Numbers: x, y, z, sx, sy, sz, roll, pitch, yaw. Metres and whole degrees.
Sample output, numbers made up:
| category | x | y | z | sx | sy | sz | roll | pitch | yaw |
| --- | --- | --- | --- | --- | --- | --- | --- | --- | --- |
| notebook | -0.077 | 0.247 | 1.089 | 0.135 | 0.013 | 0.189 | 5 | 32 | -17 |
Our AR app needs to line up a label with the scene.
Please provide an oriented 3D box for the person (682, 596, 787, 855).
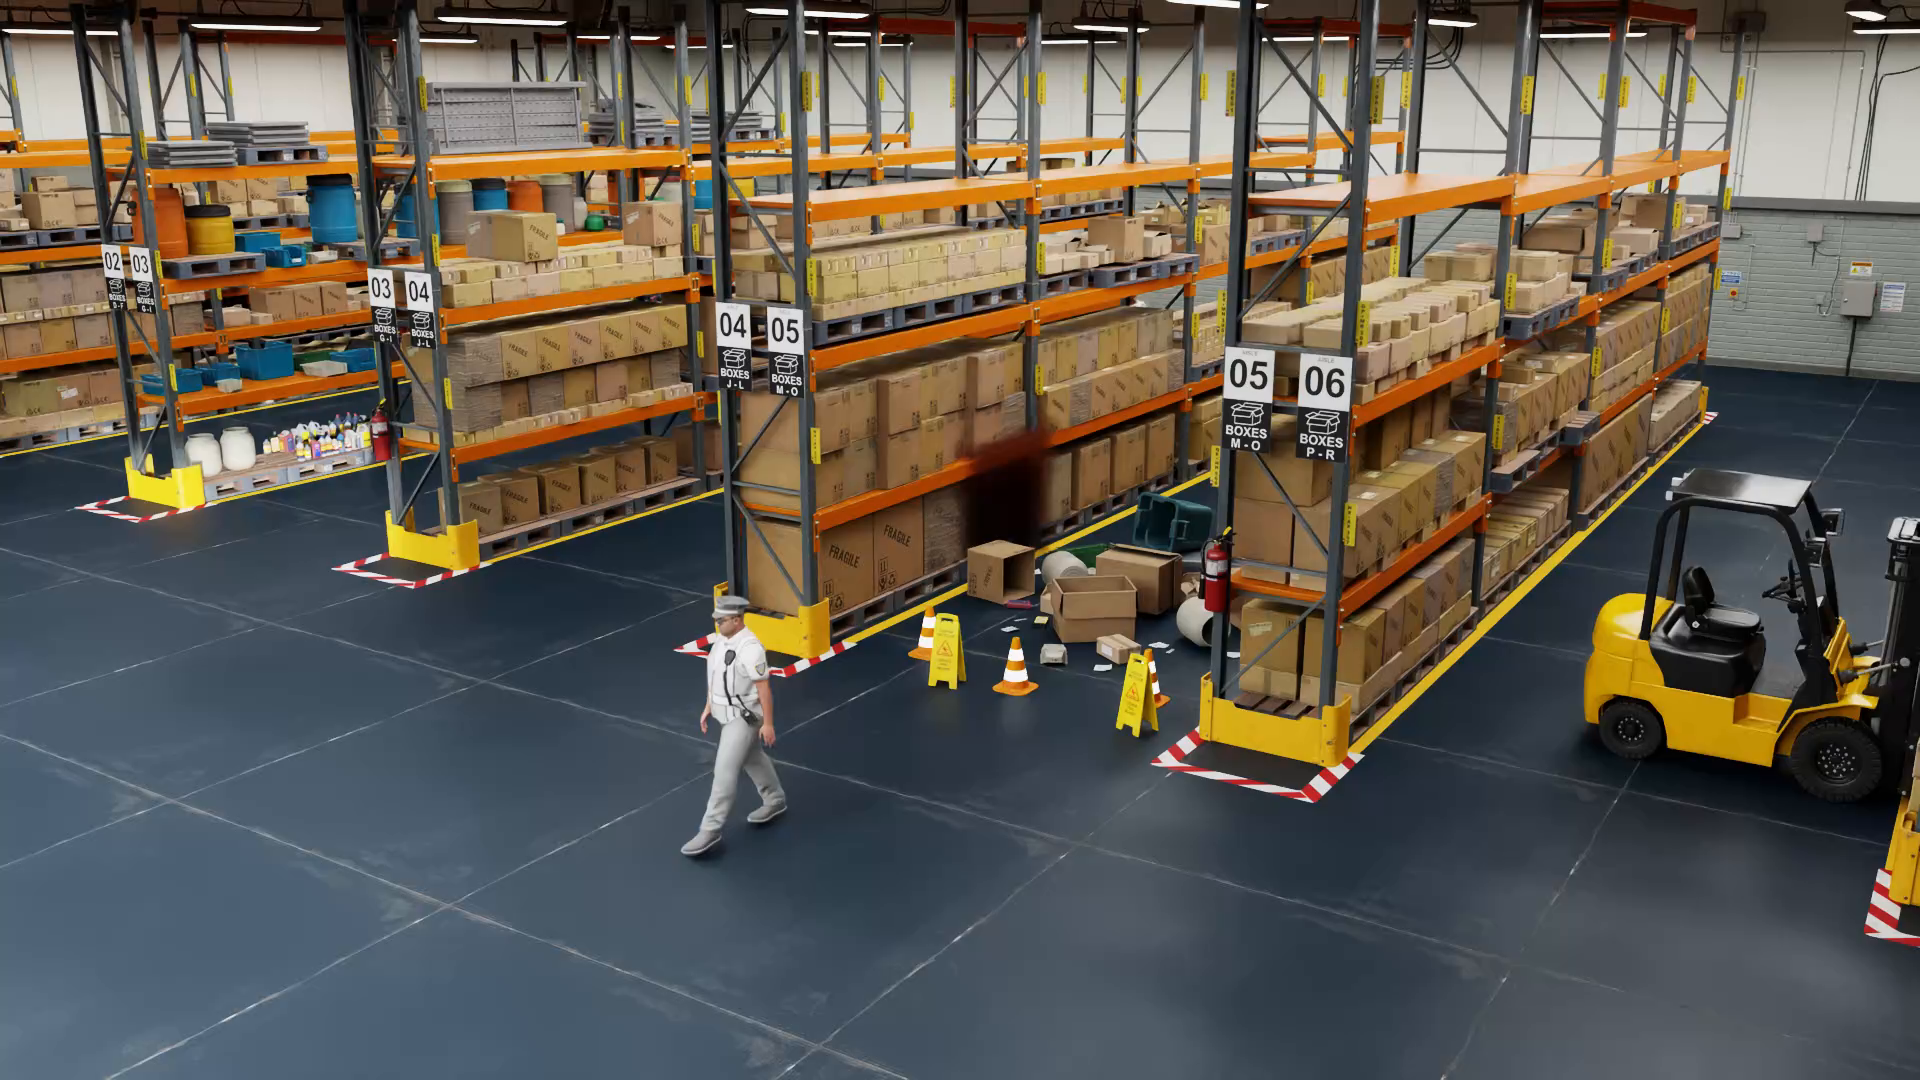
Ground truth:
| category | x | y | z | sx | sy | sz | roll | pitch | yaw |
| --- | --- | --- | --- | --- | --- | --- | --- | --- | --- |
| person | -1.616 | 1.226 | 11.536 | 0.924 | 1.707 | 0.597 | -9 | 18 | -29 |

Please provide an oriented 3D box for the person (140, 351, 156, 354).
| category | x | y | z | sx | sy | sz | roll | pitch | yaw |
| --- | --- | --- | --- | --- | --- | --- | --- | --- | --- |
| person | -13.810 | -3.411 | 28.421 | 0.599 | 1.599 | 1.064 | 7 | 17 | 23 |

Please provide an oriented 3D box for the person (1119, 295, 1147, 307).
| category | x | y | z | sx | sy | sz | roll | pitch | yaw |
| --- | --- | --- | --- | --- | --- | --- | --- | --- | --- |
| person | 2.882 | -3.522 | 28.538 | 0.617 | 1.714 | 1.054 | 8 | 18 | 27 |
